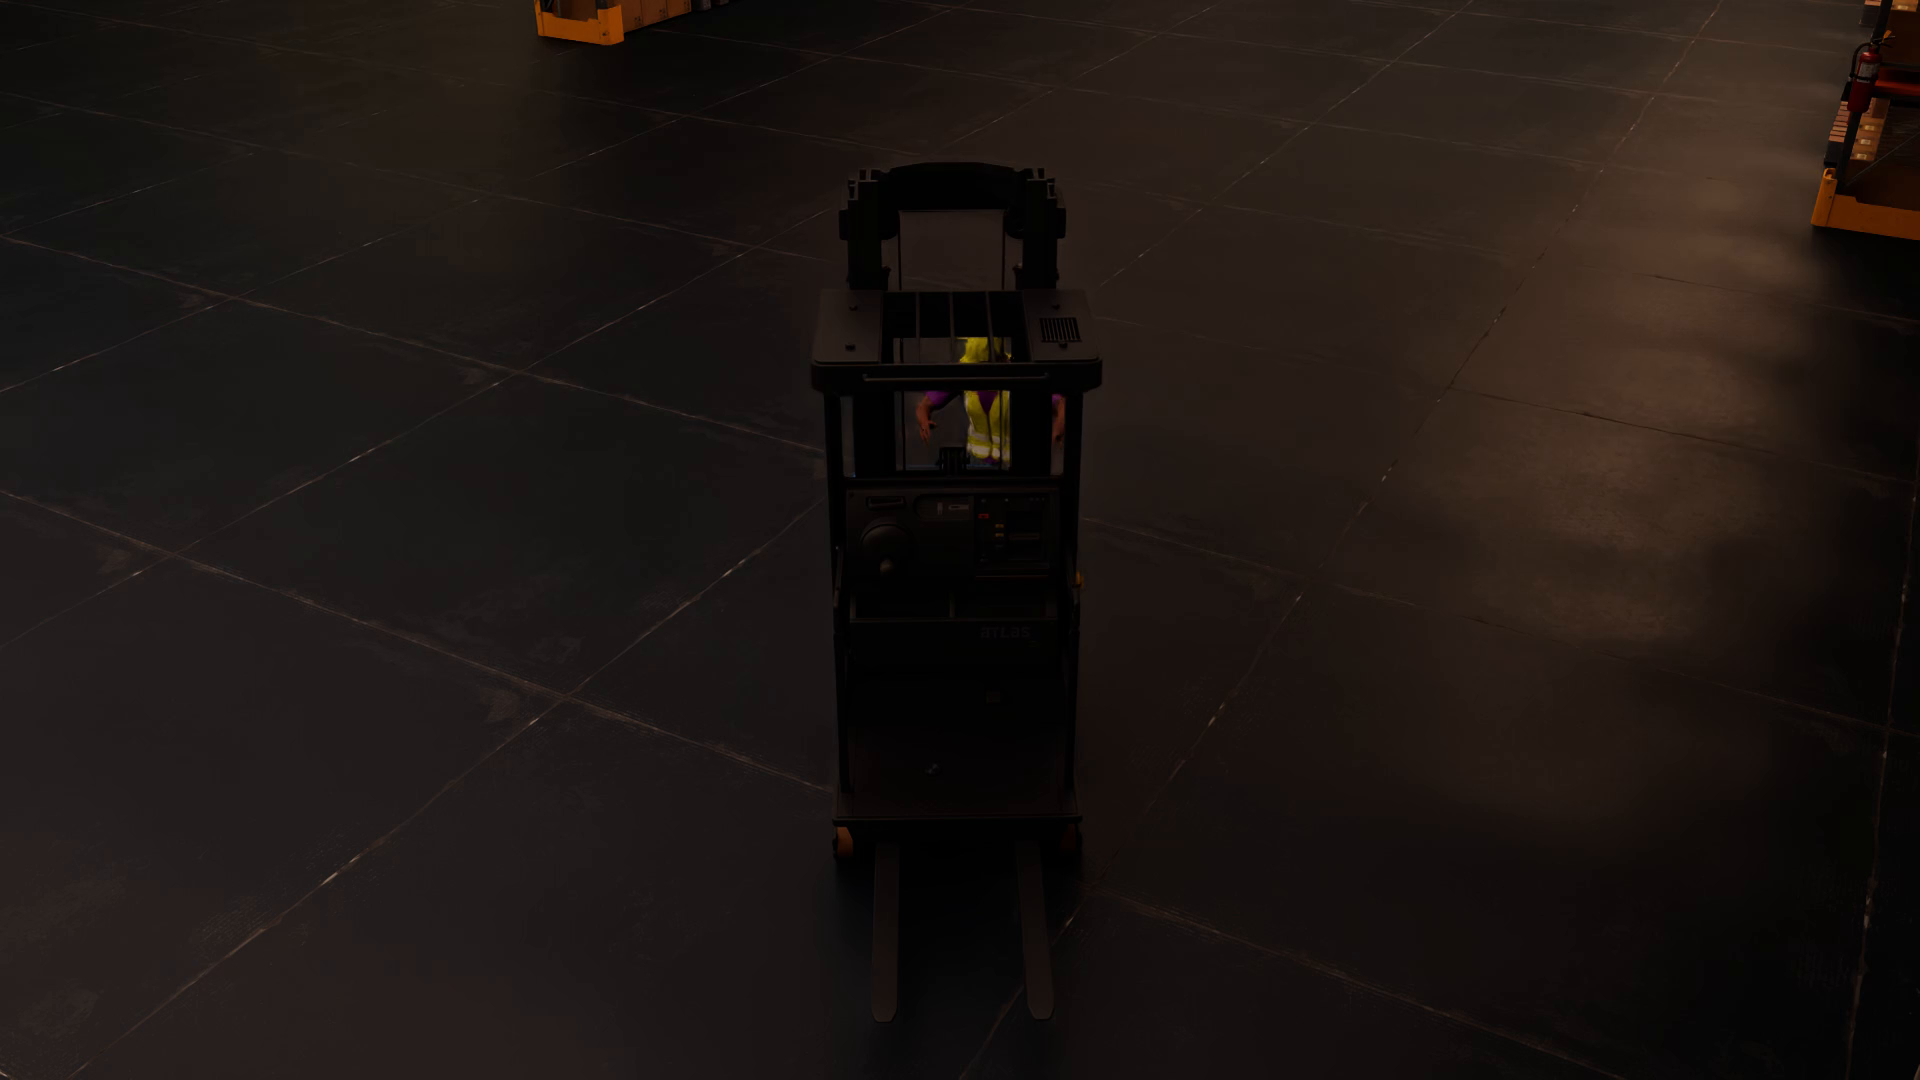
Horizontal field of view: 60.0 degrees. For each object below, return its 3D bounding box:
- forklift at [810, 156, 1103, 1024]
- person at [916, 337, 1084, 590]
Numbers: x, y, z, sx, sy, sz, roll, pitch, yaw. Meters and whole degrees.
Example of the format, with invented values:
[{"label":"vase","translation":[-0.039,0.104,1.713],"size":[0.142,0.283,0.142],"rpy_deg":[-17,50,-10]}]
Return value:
[{"label":"forklift","translation":[-0.021,0.009,7.056],"size":[1.130,2.935,3.031],"rpy_deg":[-1,30,-1]},{"label":"person","translation":[0.168,-0.452,9.264],"size":[1.133,1.528,0.735],"rpy_deg":[15,33,24]}]
